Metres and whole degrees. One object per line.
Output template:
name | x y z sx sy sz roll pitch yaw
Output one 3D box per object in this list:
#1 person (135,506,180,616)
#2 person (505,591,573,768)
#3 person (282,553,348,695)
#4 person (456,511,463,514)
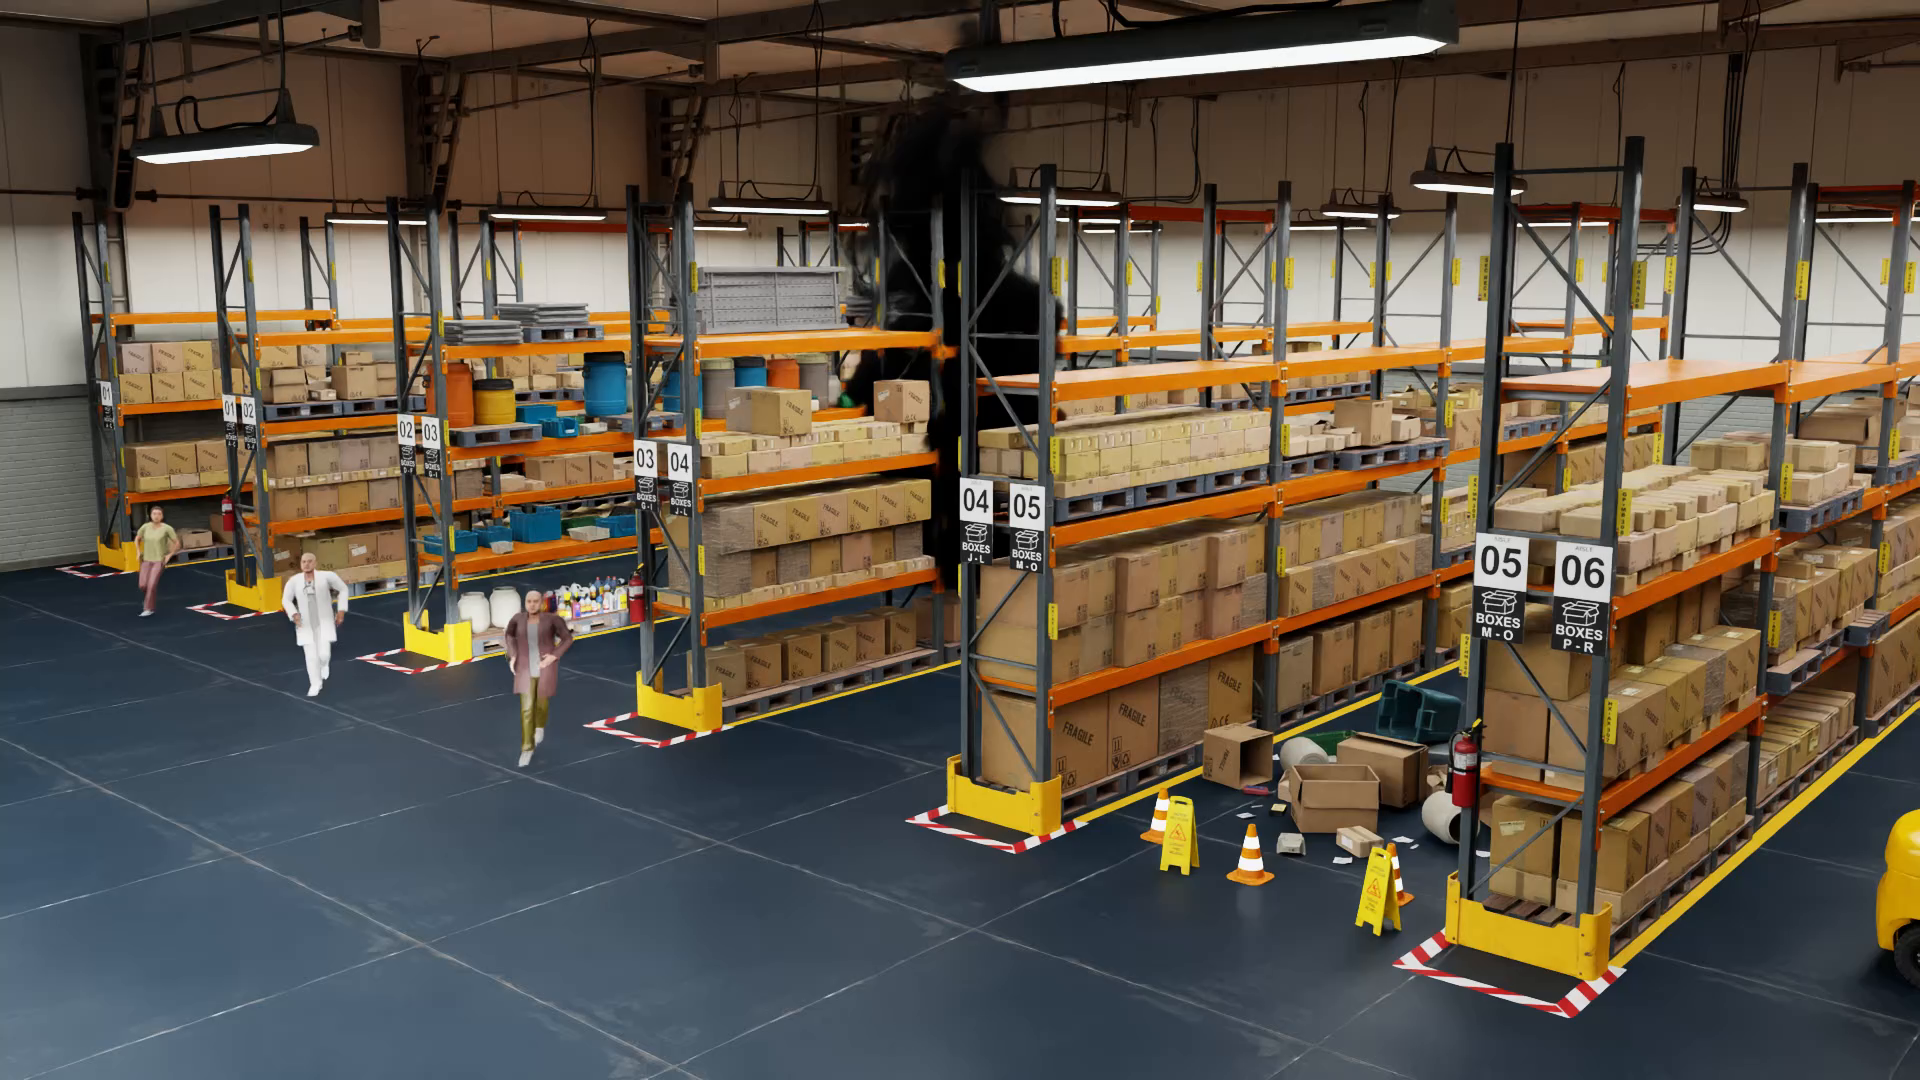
person | -11.883 0.291 24.650 0.629 1.616 0.578 -2 10 -12
person | -4.426 1.397 17.531 0.717 1.807 0.923 -1 10 -7
person | -7.763 1.007 20.036 0.740 1.739 0.700 -2 10 -14
person | -9.146 -0.646 30.125 0.536 1.714 0.801 5 11 29
